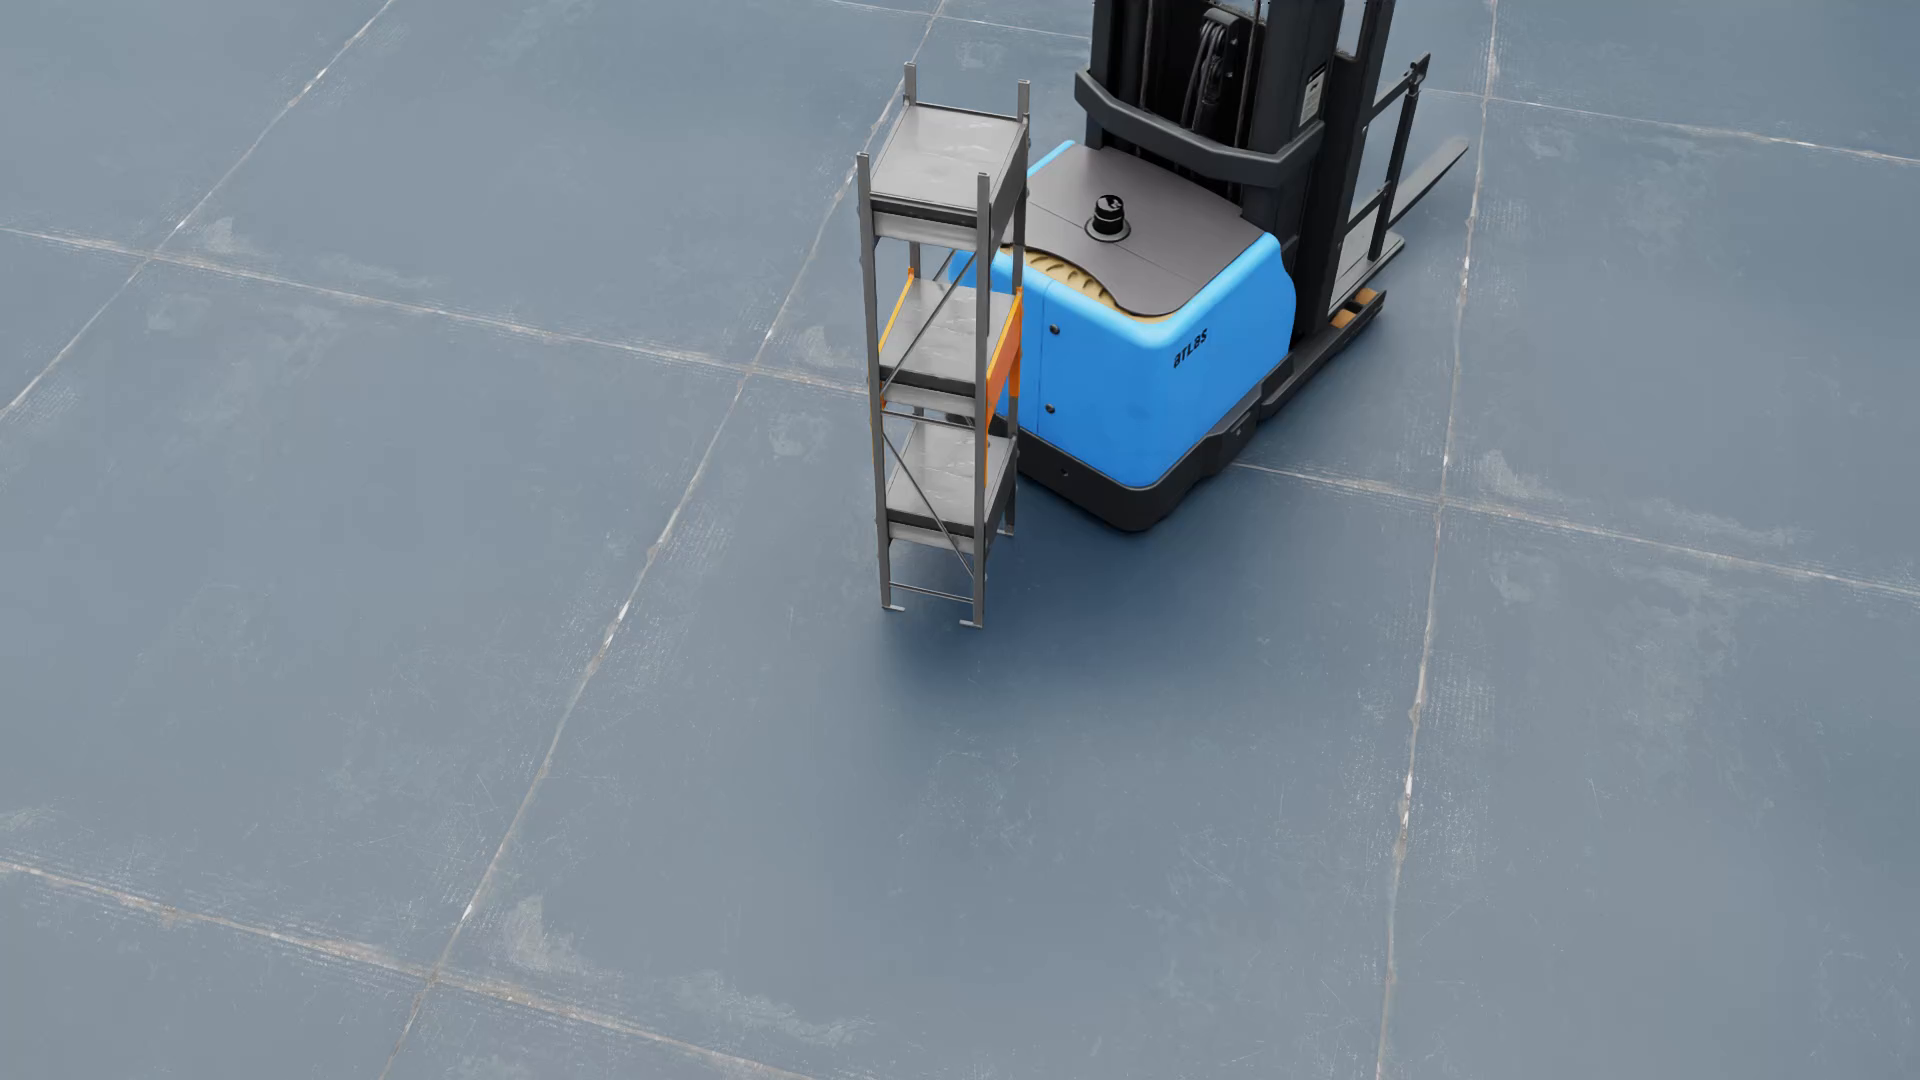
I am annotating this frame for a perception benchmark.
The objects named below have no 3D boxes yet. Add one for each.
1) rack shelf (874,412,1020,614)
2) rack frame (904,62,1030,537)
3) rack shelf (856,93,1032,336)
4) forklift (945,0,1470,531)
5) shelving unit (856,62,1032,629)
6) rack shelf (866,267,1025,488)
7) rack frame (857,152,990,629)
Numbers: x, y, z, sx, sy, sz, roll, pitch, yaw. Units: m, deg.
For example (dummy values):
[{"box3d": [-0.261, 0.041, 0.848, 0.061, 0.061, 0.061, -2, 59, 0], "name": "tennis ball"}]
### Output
[{"box3d": [-0.044, -0.103, 6.311, 0.431, 0.518, 0.480, 12, 50, 10], "name": "rack shelf"}, {"box3d": [0.021, -0.752, 5.932, 0.400, 2.100, 0.015, 12, 50, 10], "name": "rack frame"}, {"box3d": [-0.044, -1.029, 5.261, 0.431, 0.518, 0.480, 12, 50, 10], "name": "rack shelf"}, {"box3d": [1.262, -2.049, 6.522, 1.130, 2.935, 3.031, 32, 56, 25], "name": "forklift"}, {"box3d": [-0.044, -0.575, 5.776, 0.431, 2.100, 0.503, 12, 50, 10], "name": "shelving unit"}, {"box3d": [-0.044, -0.566, 5.786, 0.431, 0.518, 0.480, 12, 50, 10], "name": "rack shelf"}, {"box3d": [-0.108, -0.399, 5.620, 0.400, 2.100, 0.015, 12, 50, 10], "name": "rack frame"}]
